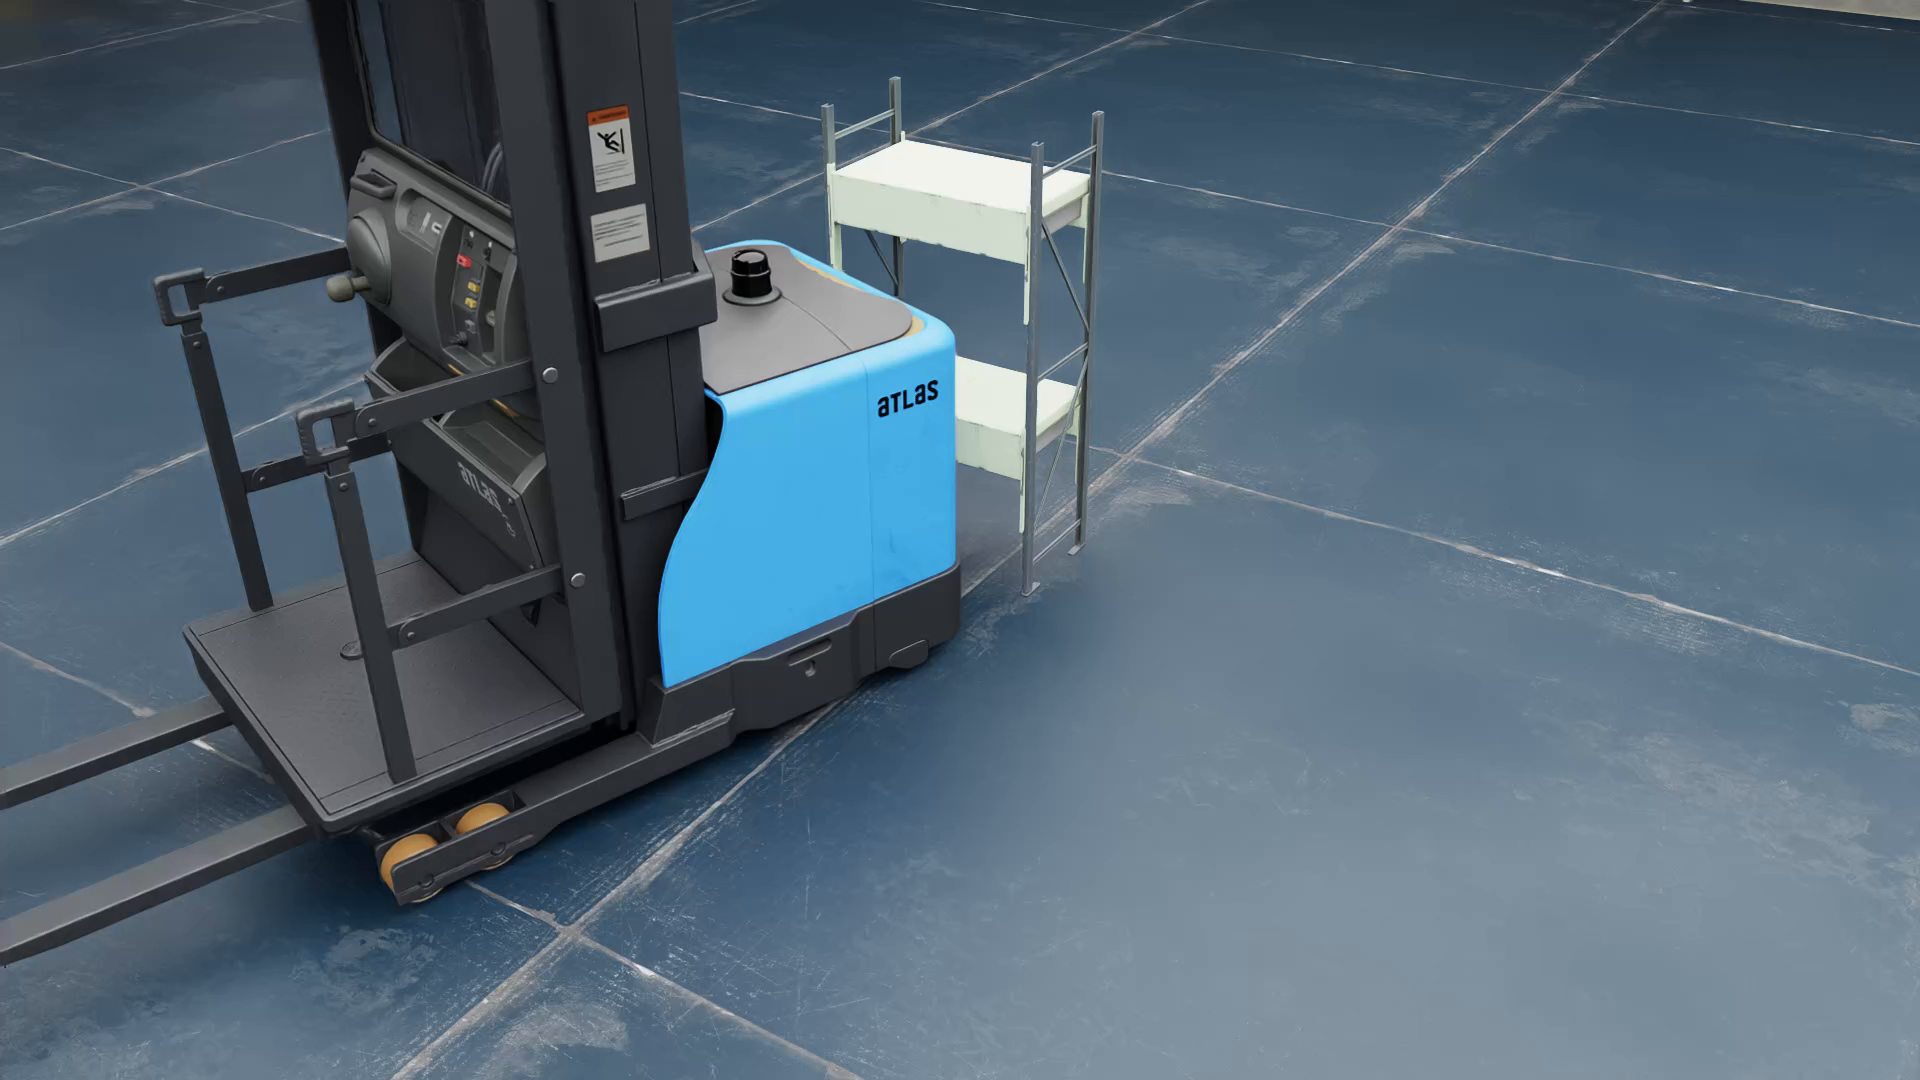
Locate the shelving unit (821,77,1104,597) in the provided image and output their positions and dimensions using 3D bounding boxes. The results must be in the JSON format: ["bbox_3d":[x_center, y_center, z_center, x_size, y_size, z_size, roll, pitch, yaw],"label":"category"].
[{"bbox_3d":[0.006,-0.646,5.369,0.755,1.500,0.431,18,35,27],"label":"shelving unit"}]

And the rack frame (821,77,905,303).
[{"bbox_3d":[-0.304,-0.744,5.537,0.023,1.500,0.400,18,35,27],"label":"rack frame"}]

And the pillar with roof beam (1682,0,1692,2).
[{"bbox_3d":[3.291,-6.341,7.690,0.400,9.000,9.100,18,35,27],"label":"pillar with roof beam"}]

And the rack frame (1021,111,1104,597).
[{"bbox_3d":[0.316,-0.548,5.201,0.023,1.500,0.400,18,35,27],"label":"rack frame"}]

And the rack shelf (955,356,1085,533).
[{"bbox_3d":[0.006,-0.364,5.533,0.720,0.370,0.431,18,35,27],"label":"rack shelf"}]

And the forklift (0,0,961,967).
[{"bbox_3d":[-1.461,-0.656,3.966,3.031,2.935,1.130,-22,37,-33],"label":"forklift"}]

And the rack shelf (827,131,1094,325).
[{"bbox_3d":[0.006,-0.983,5.172,0.720,0.370,0.431,18,35,27],"label":"rack shelf"}]
